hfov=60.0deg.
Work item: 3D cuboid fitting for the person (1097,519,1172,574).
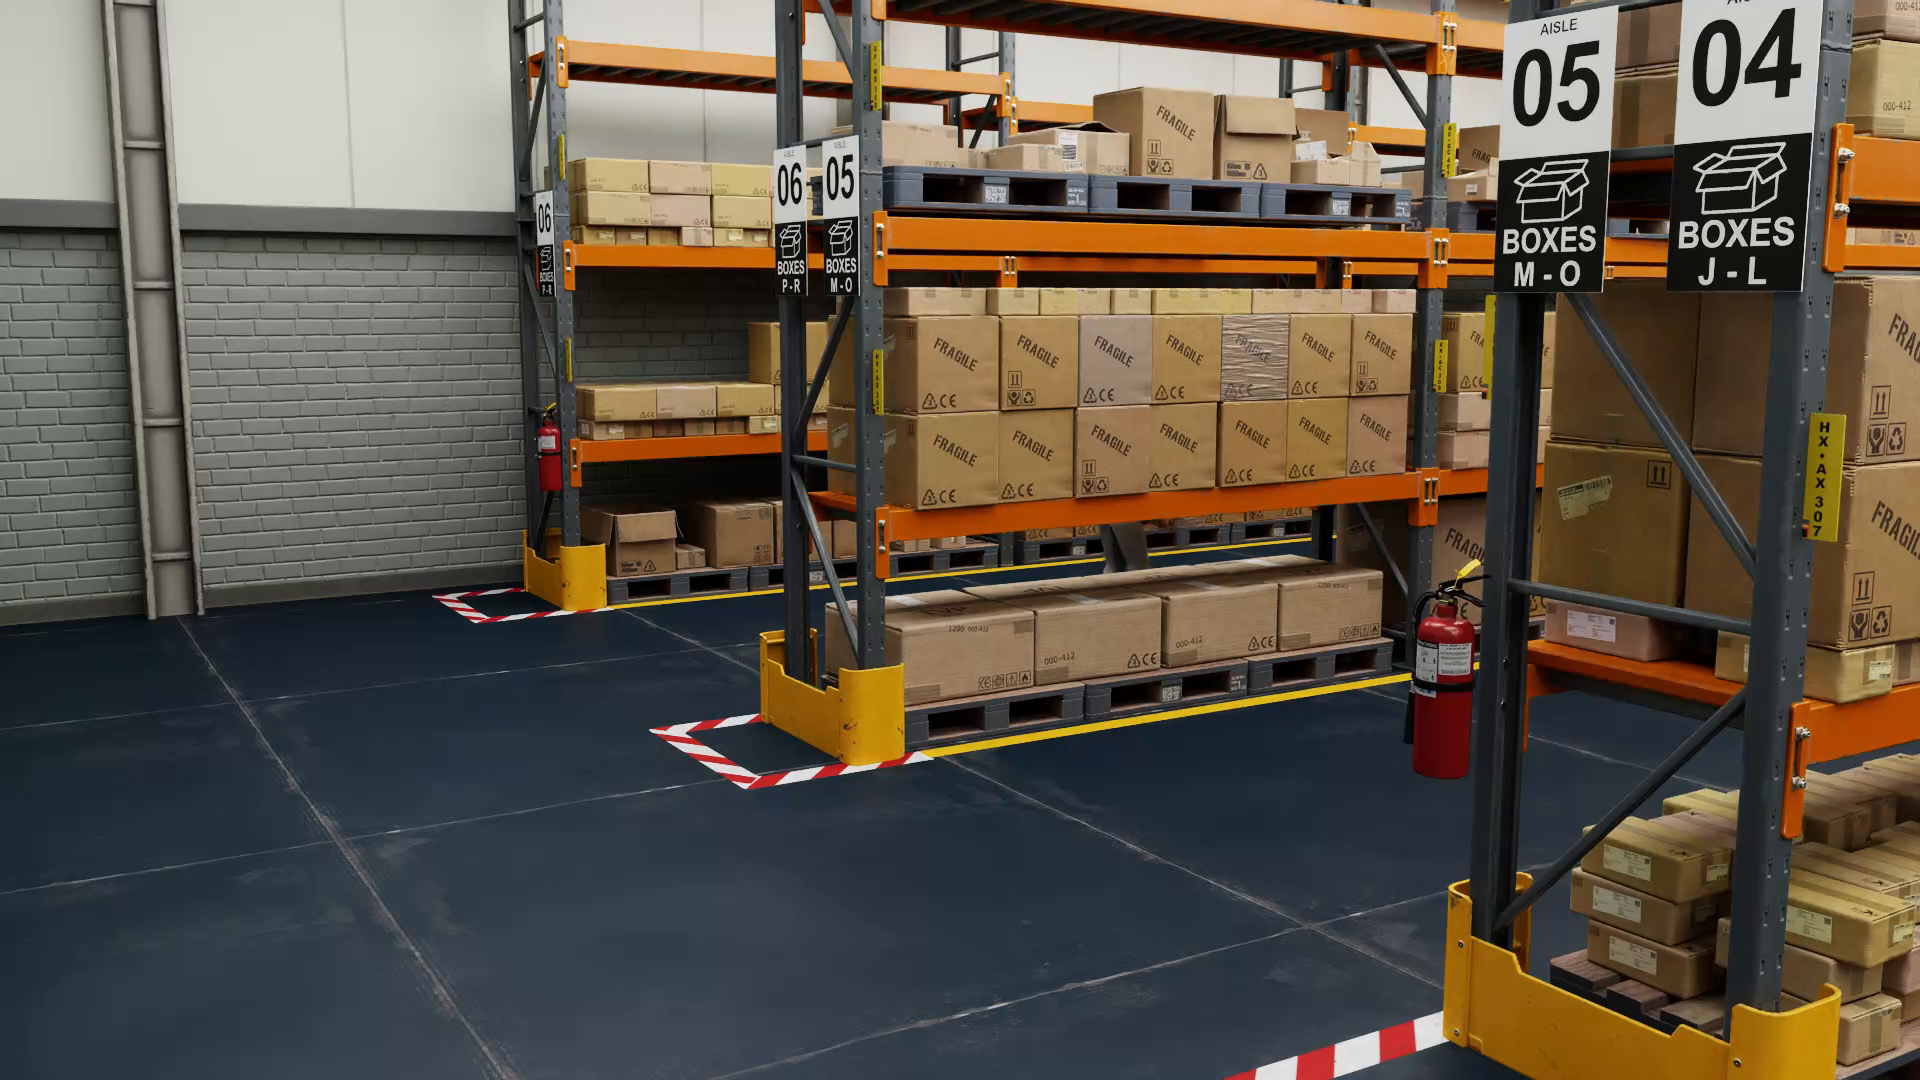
[{"bbox_3d":[1.234,-0.150,11.995,0.525,1.646,0.410,-5,10,-32],"label":"person"}]
